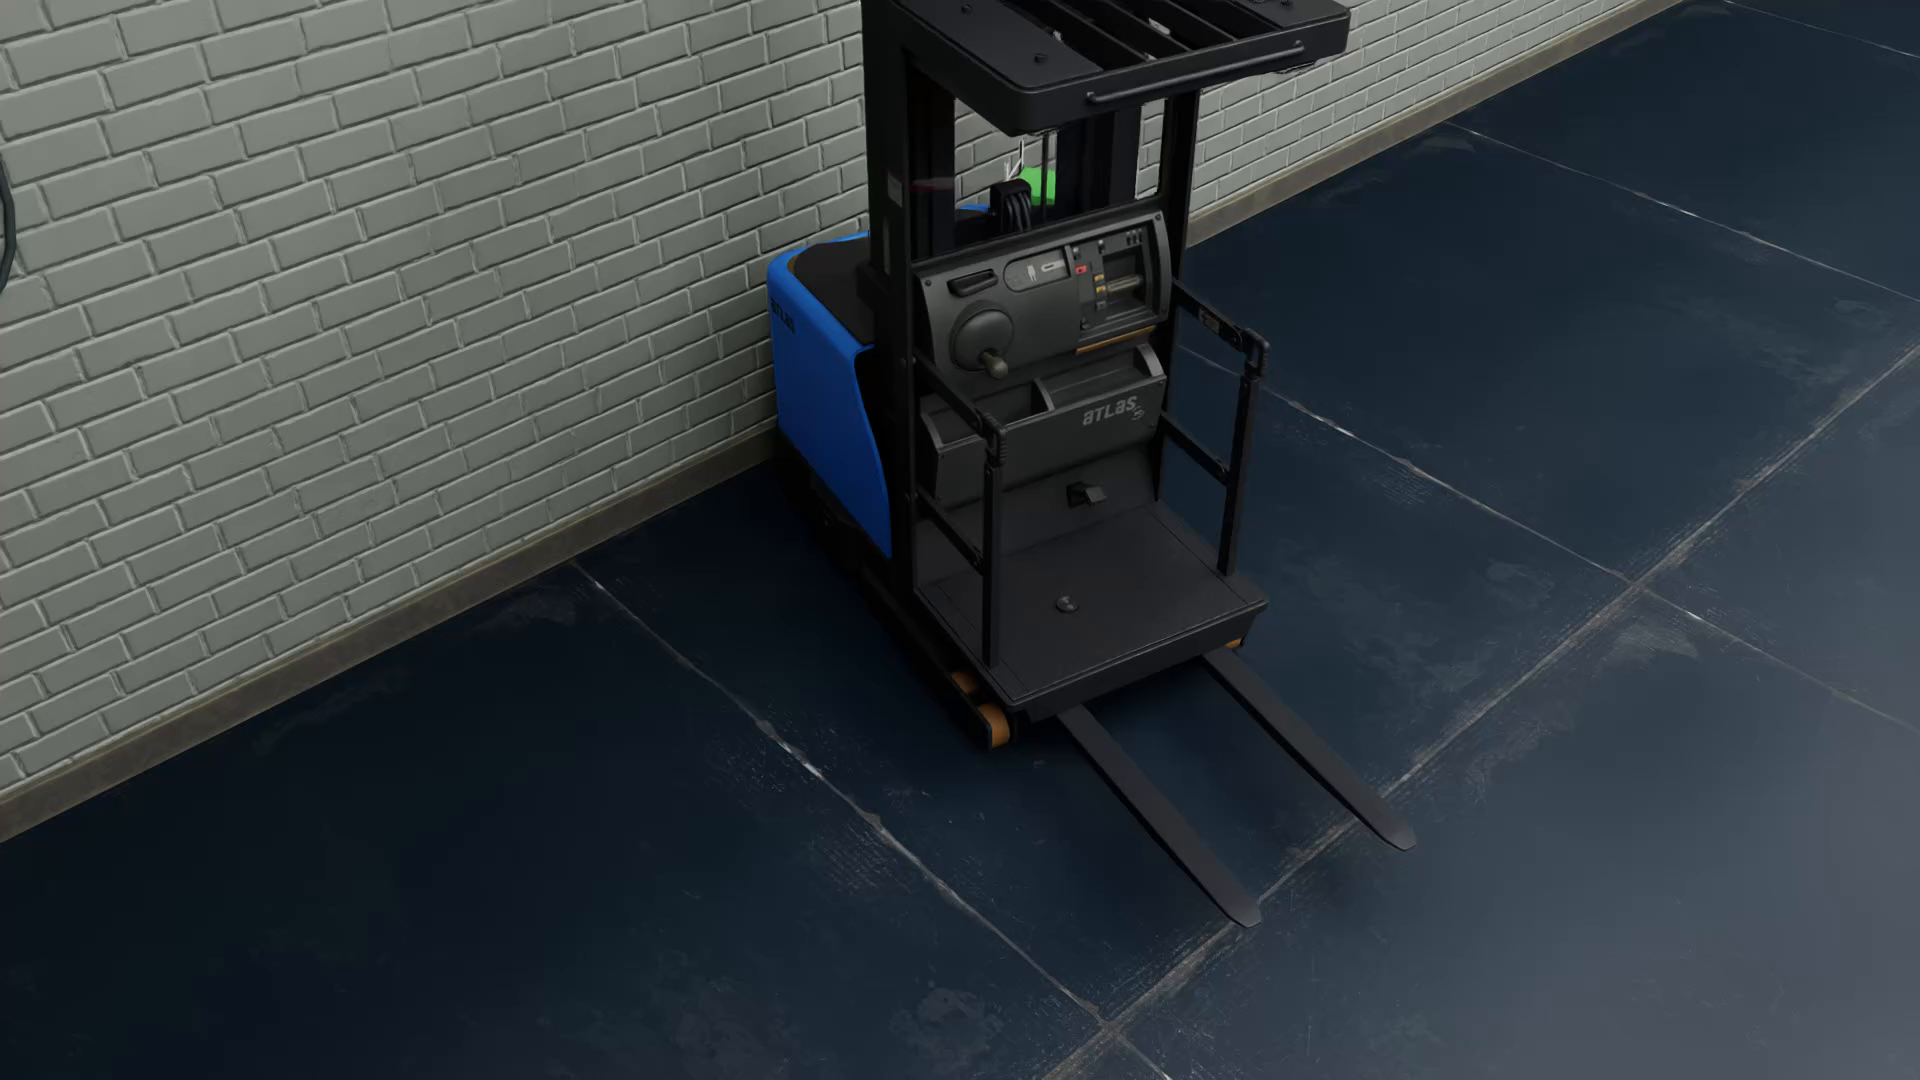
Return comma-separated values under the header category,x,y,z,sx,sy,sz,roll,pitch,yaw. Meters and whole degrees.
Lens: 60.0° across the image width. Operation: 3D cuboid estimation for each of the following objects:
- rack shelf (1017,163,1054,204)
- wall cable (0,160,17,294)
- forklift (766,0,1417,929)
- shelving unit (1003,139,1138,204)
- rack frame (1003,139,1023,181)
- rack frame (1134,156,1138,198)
category,x,y,z,sx,sy,sz,roll,pitch,yaw
rack shelf,0.450,-1.401,6.868,0.480,0.148,0.258,12,40,14
wall cable,-3.739,-0.951,3.237,3.097,2.526,0.112,-30,48,-32
forklift,0.401,-0.738,5.331,1.130,2.935,3.031,-20,43,-23
shelving unit,0.450,-1.077,7.129,0.503,1.200,0.258,12,40,14
rack frame,0.218,-1.125,7.188,0.015,1.200,0.240,12,40,14
rack frame,0.682,-1.030,7.070,0.015,1.200,0.240,12,40,14
